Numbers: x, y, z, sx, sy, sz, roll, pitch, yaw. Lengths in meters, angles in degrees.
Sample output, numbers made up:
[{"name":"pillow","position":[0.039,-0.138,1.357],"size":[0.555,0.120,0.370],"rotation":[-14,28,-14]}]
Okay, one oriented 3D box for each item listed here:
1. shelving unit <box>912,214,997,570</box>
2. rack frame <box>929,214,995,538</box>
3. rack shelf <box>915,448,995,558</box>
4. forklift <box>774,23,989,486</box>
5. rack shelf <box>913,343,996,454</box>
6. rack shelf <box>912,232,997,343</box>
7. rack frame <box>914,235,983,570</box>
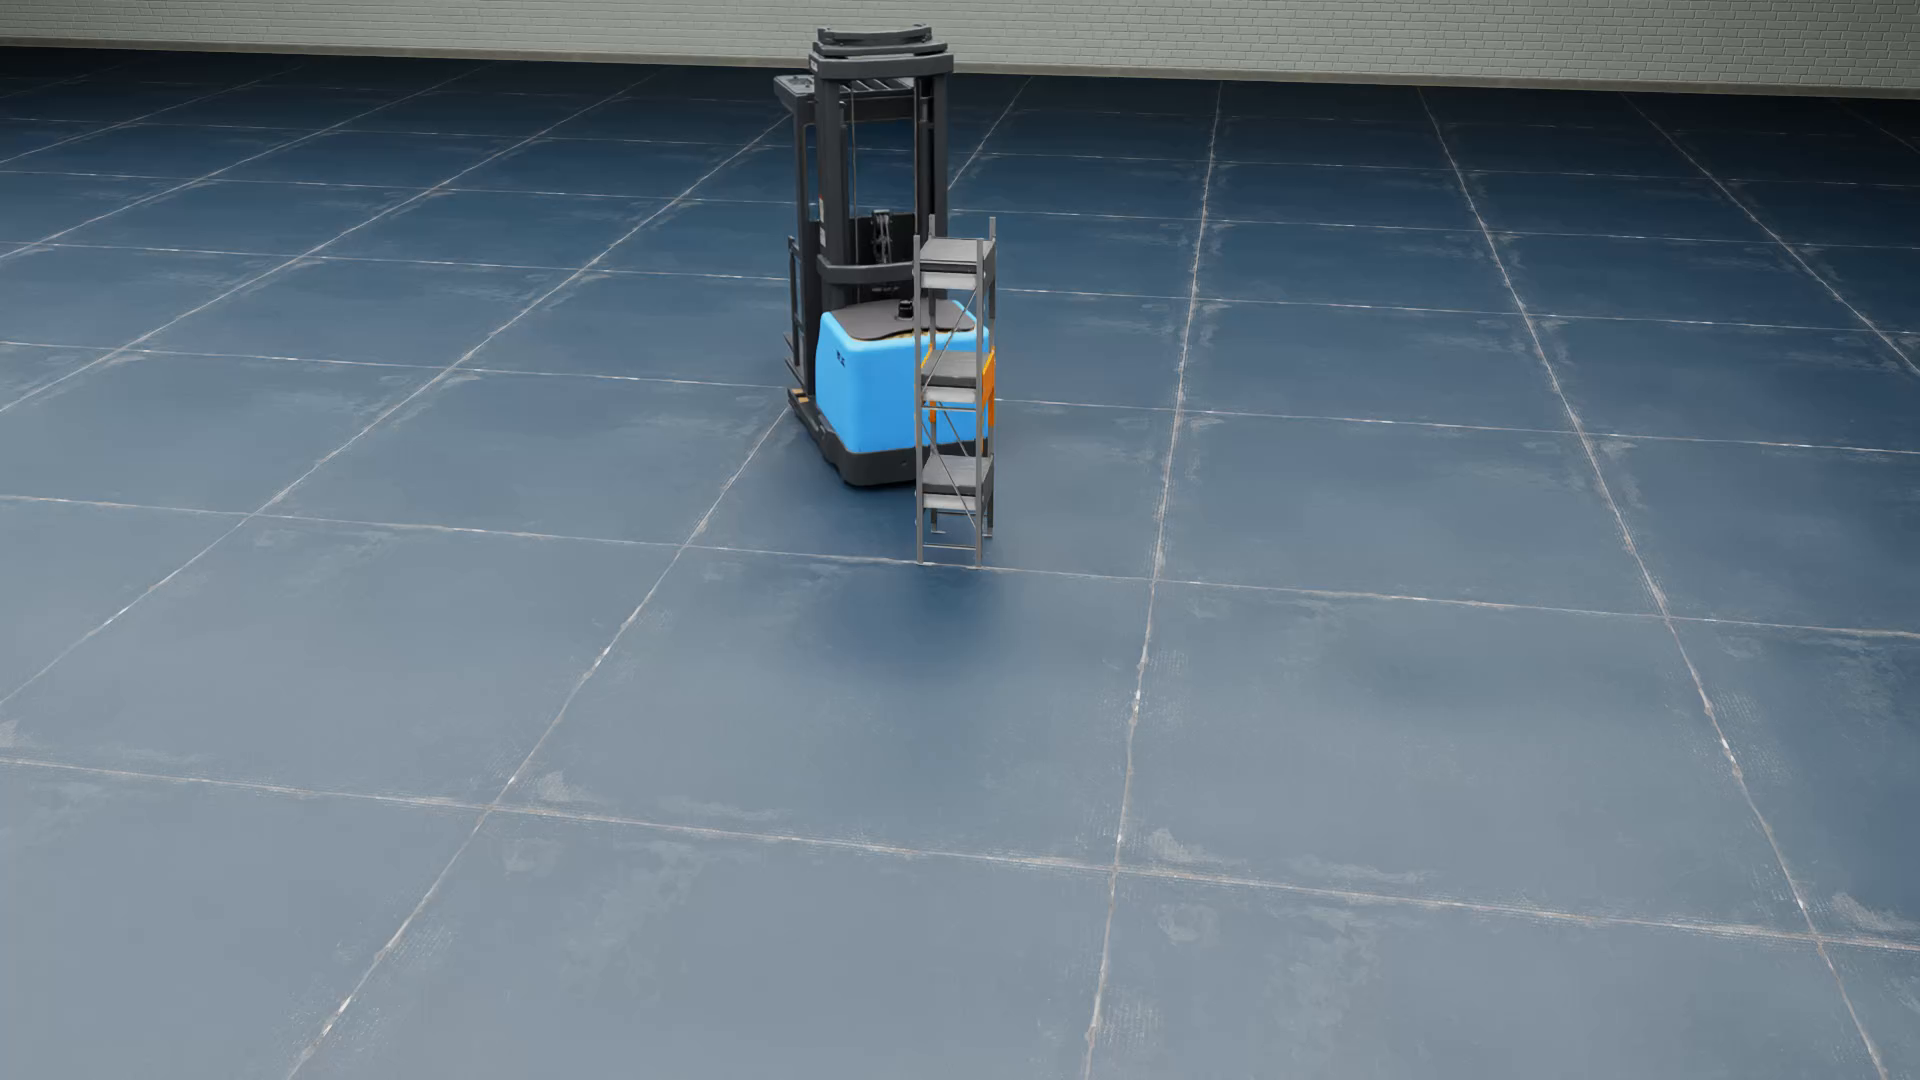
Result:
[{"name":"shelving unit","position":[-0.027,-0.882,10.157],"size":[0.431,2.100,0.503],"rotation":[4,25,9]},{"name":"rack frame","position":[0.013,-0.984,10.375],"size":[0.400,2.100,0.015],"rotation":[4,25,9]},{"name":"rack shelf","position":[-0.027,-0.235,10.459],"size":[0.431,0.518,0.480],"rotation":[4,25,9]},{"name":"forklift","position":[-0.700,-2.299,12.205],"size":[1.130,2.935,3.031],"rotation":[-8,26,-16]},{"name":"rack shelf","position":[-0.027,-0.869,10.163],"size":[0.431,0.518,0.480],"rotation":[4,25,9]},{"name":"rack shelf","position":[-0.027,-1.503,9.866],"size":[0.431,0.518,0.480],"rotation":[4,25,9]},{"name":"rack frame","position":[-0.067,-0.780,9.939],"size":[0.400,2.100,0.015],"rotation":[4,25,9]}]
